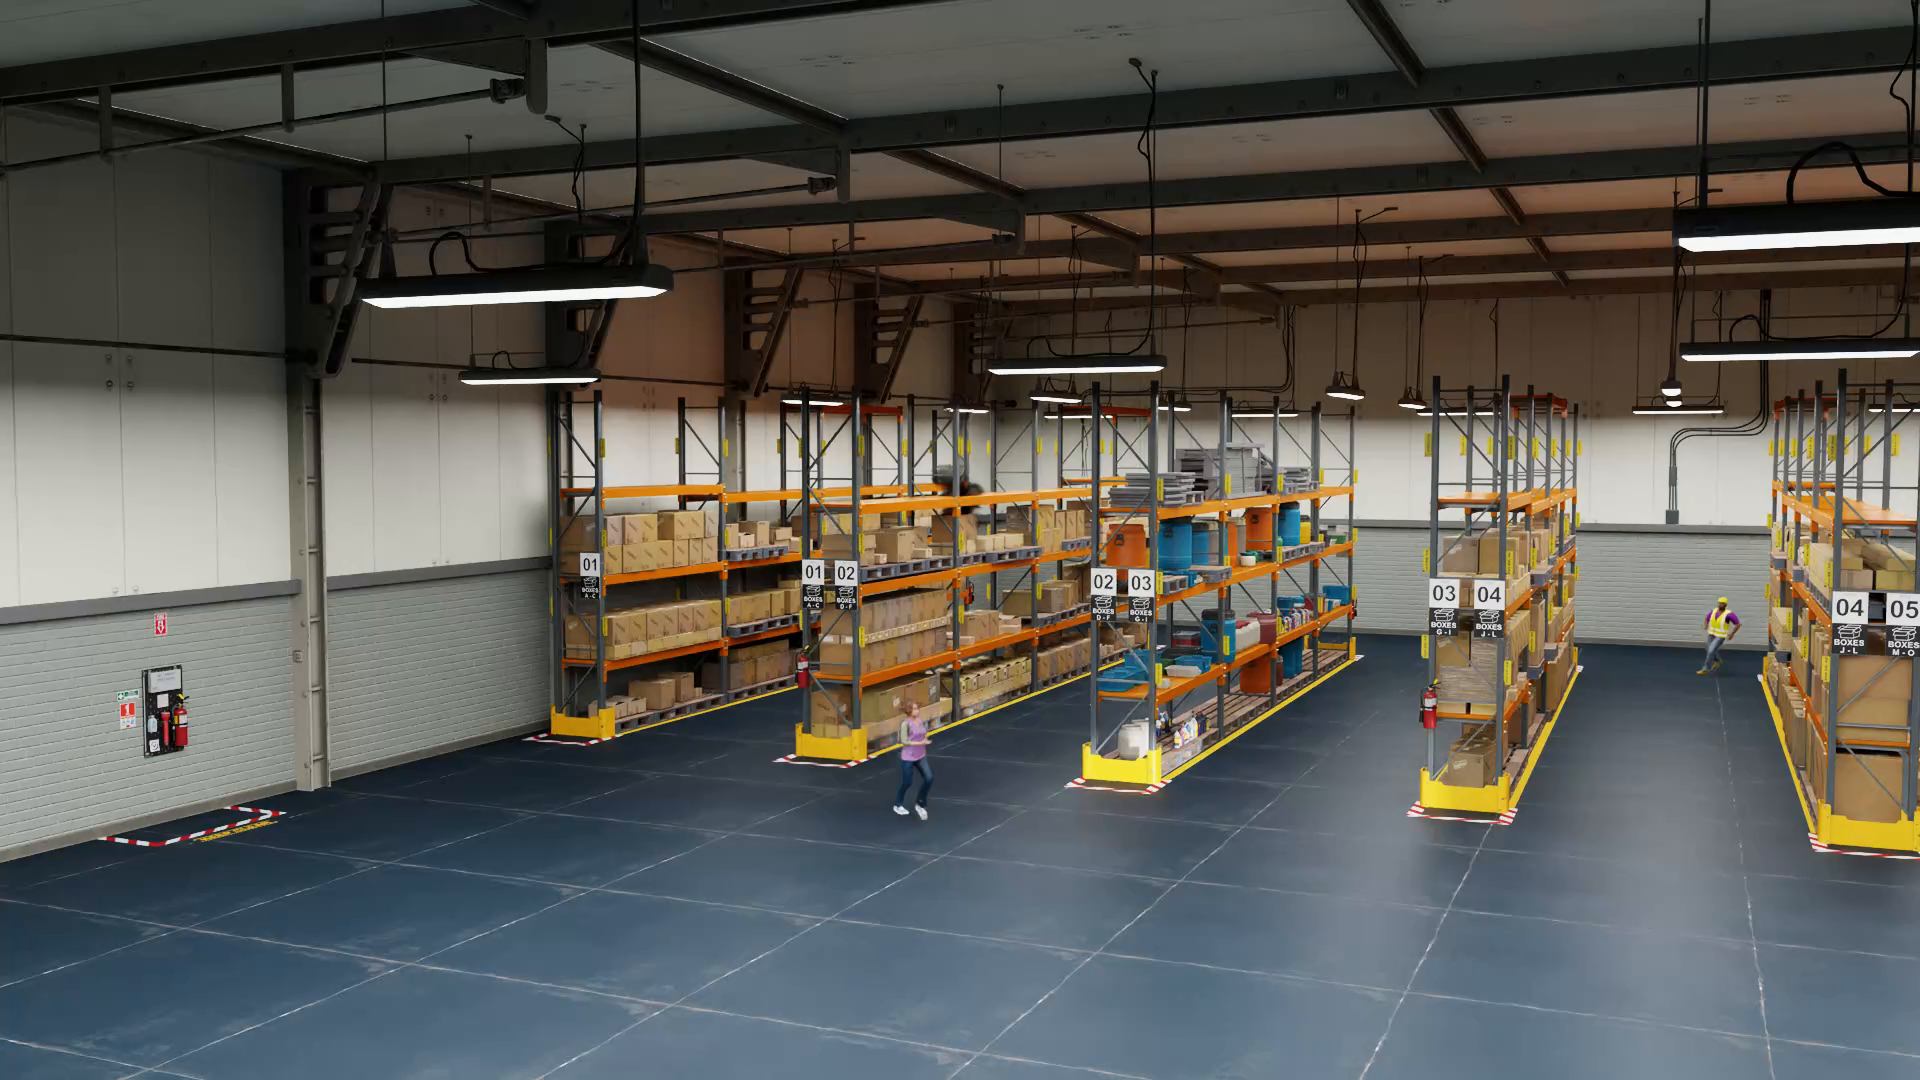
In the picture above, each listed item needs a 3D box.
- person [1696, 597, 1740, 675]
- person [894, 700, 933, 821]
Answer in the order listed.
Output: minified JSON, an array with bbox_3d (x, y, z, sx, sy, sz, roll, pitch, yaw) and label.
[{"bbox_3d":[16.690,2.115,36.597,0.921,1.717,0.765,-2,4,-30],"label":"person"},{"bbox_3d":[-0.621,3.011,22.362,0.505,1.526,0.686,-3,4,-44],"label":"person"}]
